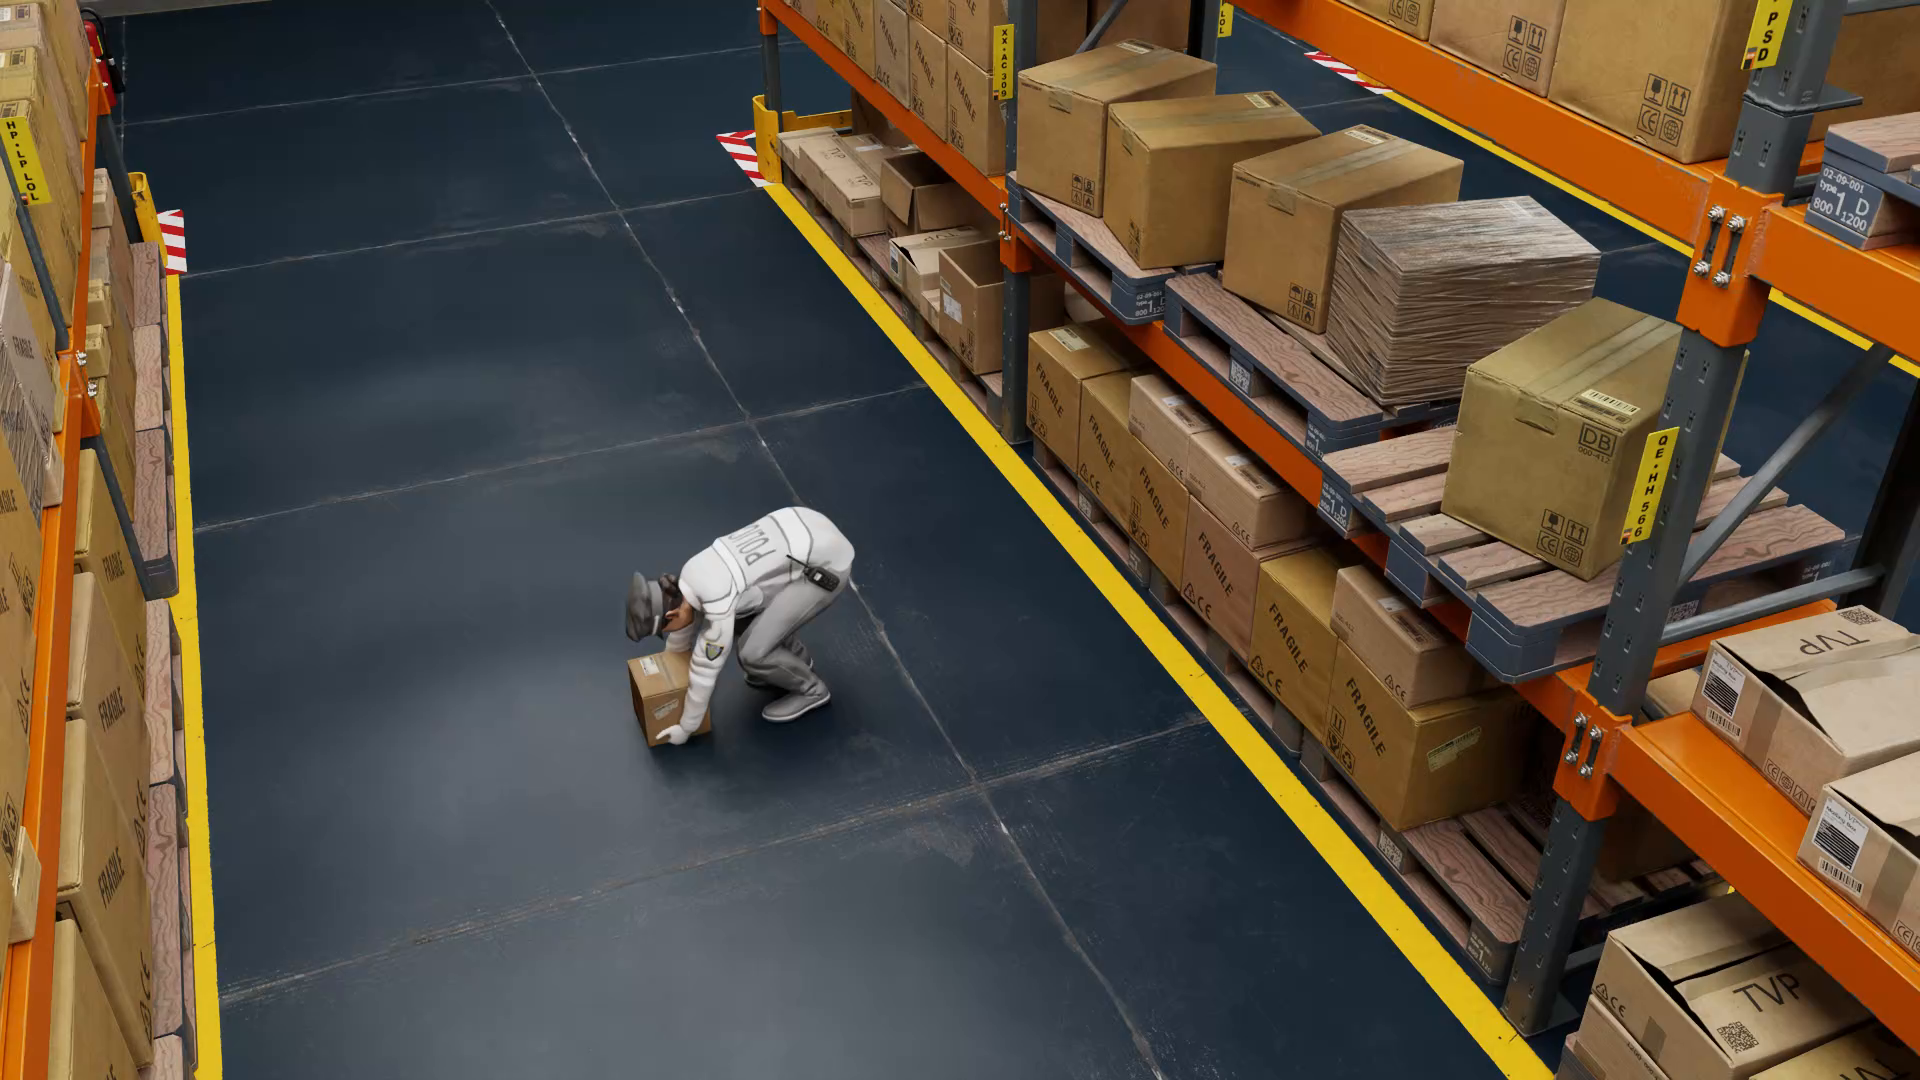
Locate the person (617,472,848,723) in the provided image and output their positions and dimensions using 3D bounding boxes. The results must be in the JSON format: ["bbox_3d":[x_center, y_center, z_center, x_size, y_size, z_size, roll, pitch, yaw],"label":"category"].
[{"bbox_3d":[-0.861,0.257,6.391,0.896,0.960,0.448,-15,36,-21],"label":"person"}]
